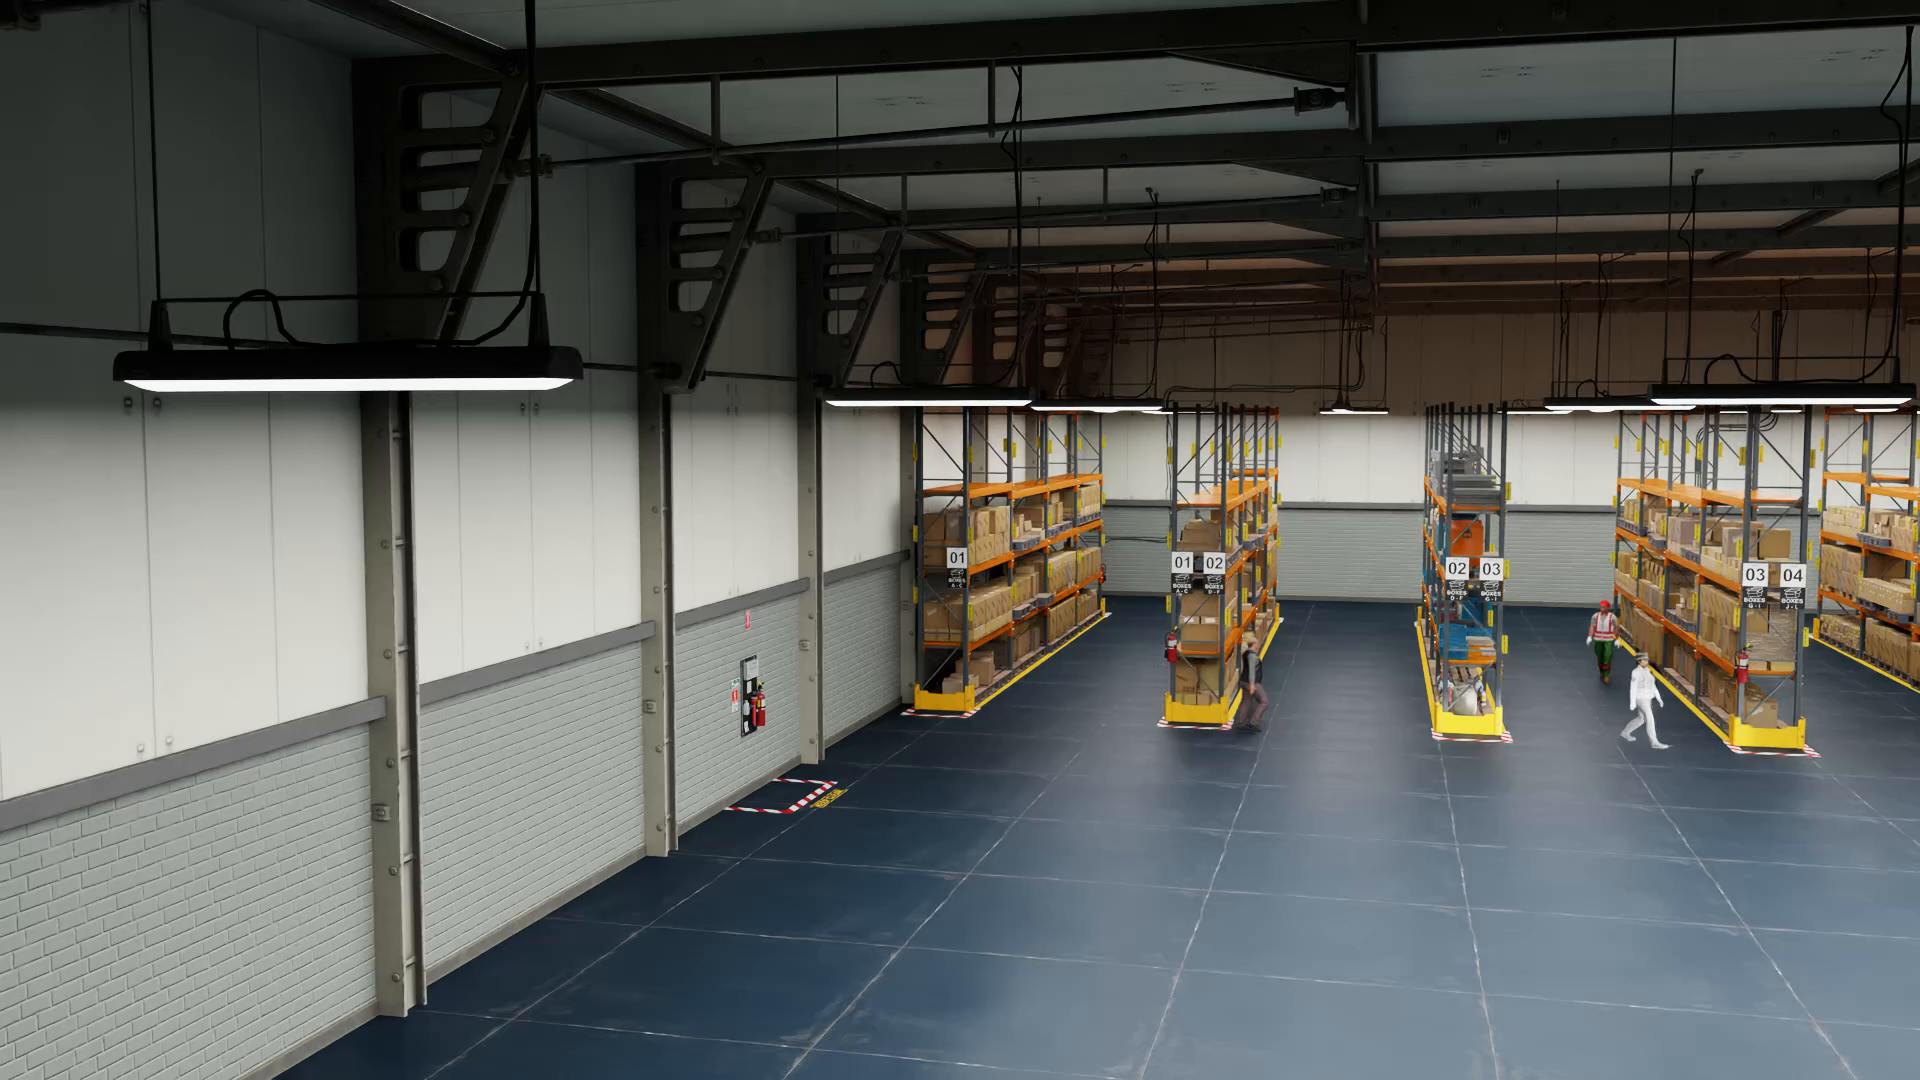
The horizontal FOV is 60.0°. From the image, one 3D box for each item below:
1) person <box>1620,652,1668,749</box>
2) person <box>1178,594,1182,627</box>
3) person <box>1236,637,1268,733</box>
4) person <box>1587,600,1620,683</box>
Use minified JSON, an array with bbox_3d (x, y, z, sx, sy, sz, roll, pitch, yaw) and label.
[{"bbox_3d":[11.882,2.763,28.858,0.504,1.635,0.939,-3,5,-39],"label":"person"},{"bbox_3d":[6.100,1.552,45.196,0.514,1.667,0.504,-4,6,-41],"label":"person"},{"bbox_3d":[5.285,2.621,30.223,0.539,1.704,0.605,-1,4,-11],"label":"person"},{"bbox_3d":[13.913,2.167,35.979,0.643,1.731,0.978,2,5,30],"label":"person"}]
